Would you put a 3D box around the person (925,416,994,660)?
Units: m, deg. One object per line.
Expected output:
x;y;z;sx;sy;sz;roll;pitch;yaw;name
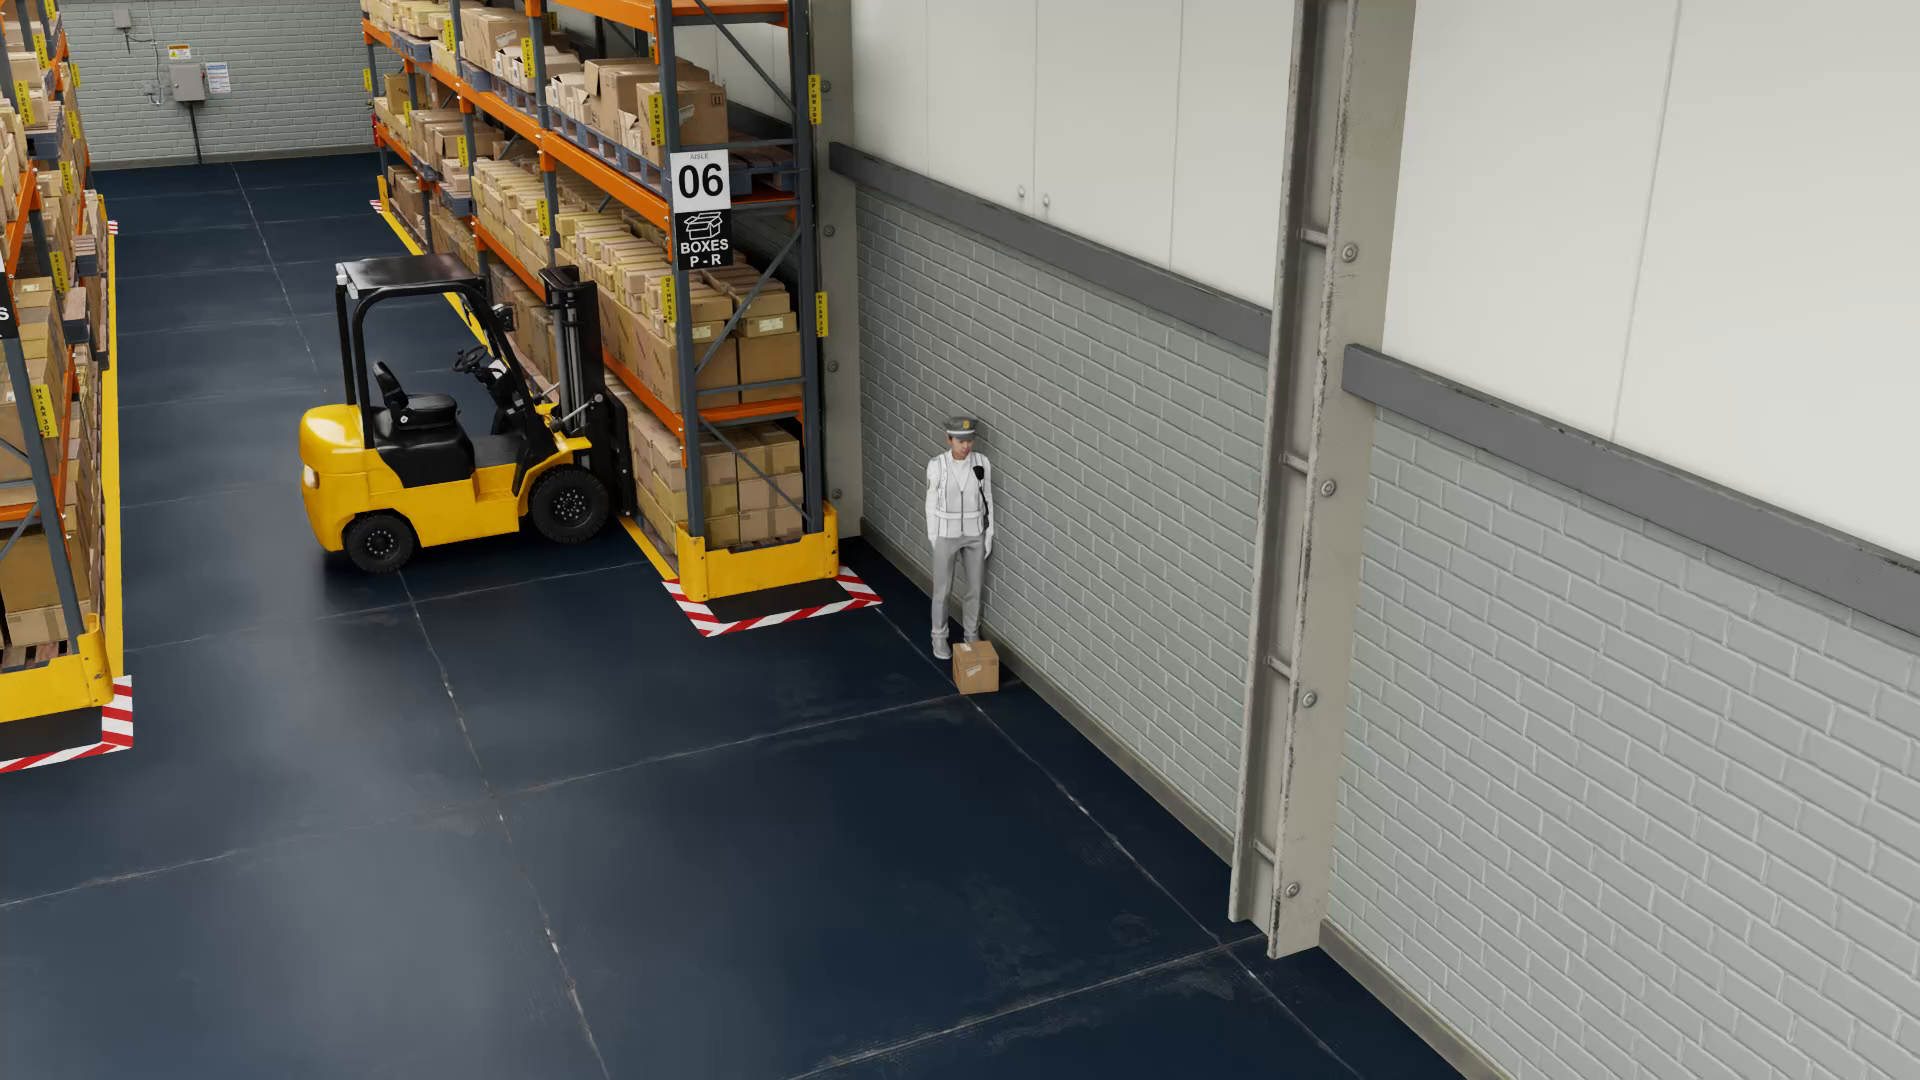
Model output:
0.009;-0.022;11.037;0.465;1.676;0.337;-4;23;-10;person
